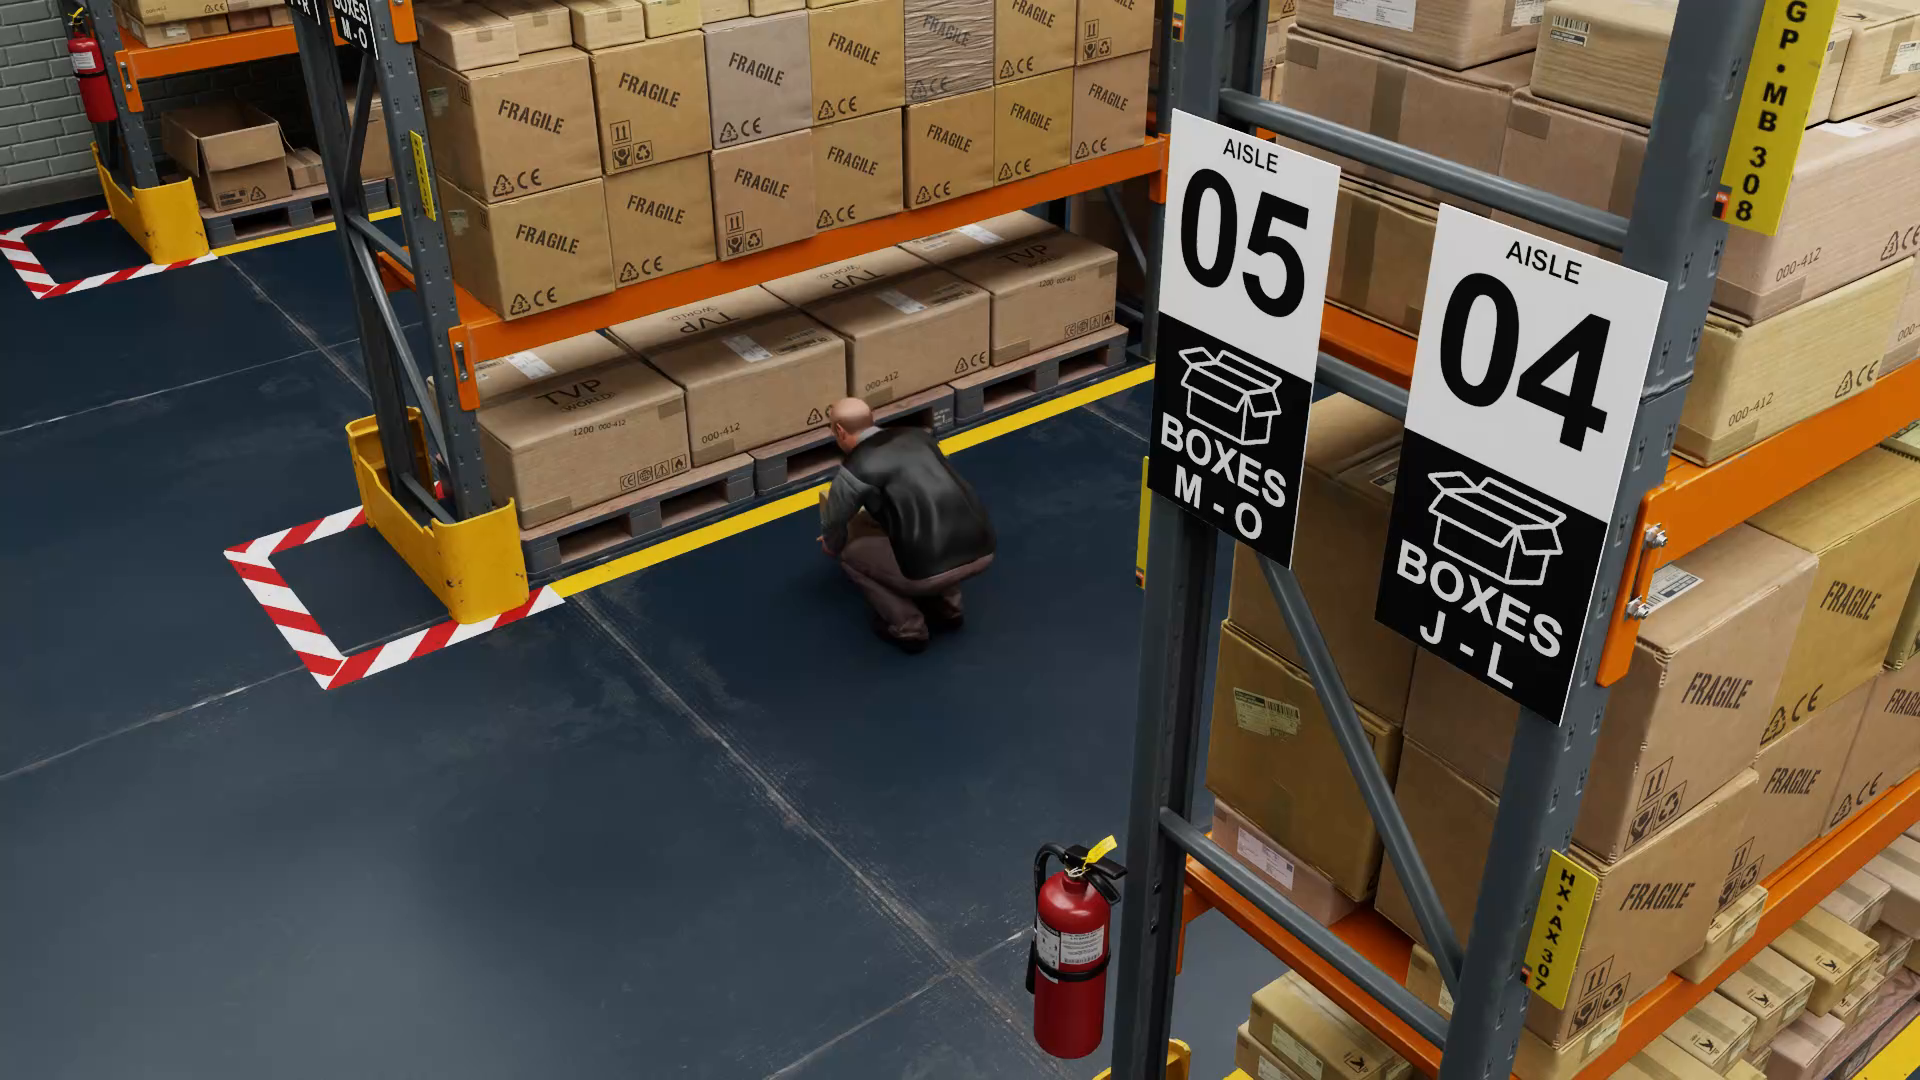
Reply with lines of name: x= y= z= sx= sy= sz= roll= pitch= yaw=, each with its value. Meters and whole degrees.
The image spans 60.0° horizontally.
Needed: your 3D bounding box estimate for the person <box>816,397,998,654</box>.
person: x=-0.250 y=-0.071 z=6.995 sx=0.531 sy=0.966 sz=0.874 roll=-22 pitch=38 yaw=-31
